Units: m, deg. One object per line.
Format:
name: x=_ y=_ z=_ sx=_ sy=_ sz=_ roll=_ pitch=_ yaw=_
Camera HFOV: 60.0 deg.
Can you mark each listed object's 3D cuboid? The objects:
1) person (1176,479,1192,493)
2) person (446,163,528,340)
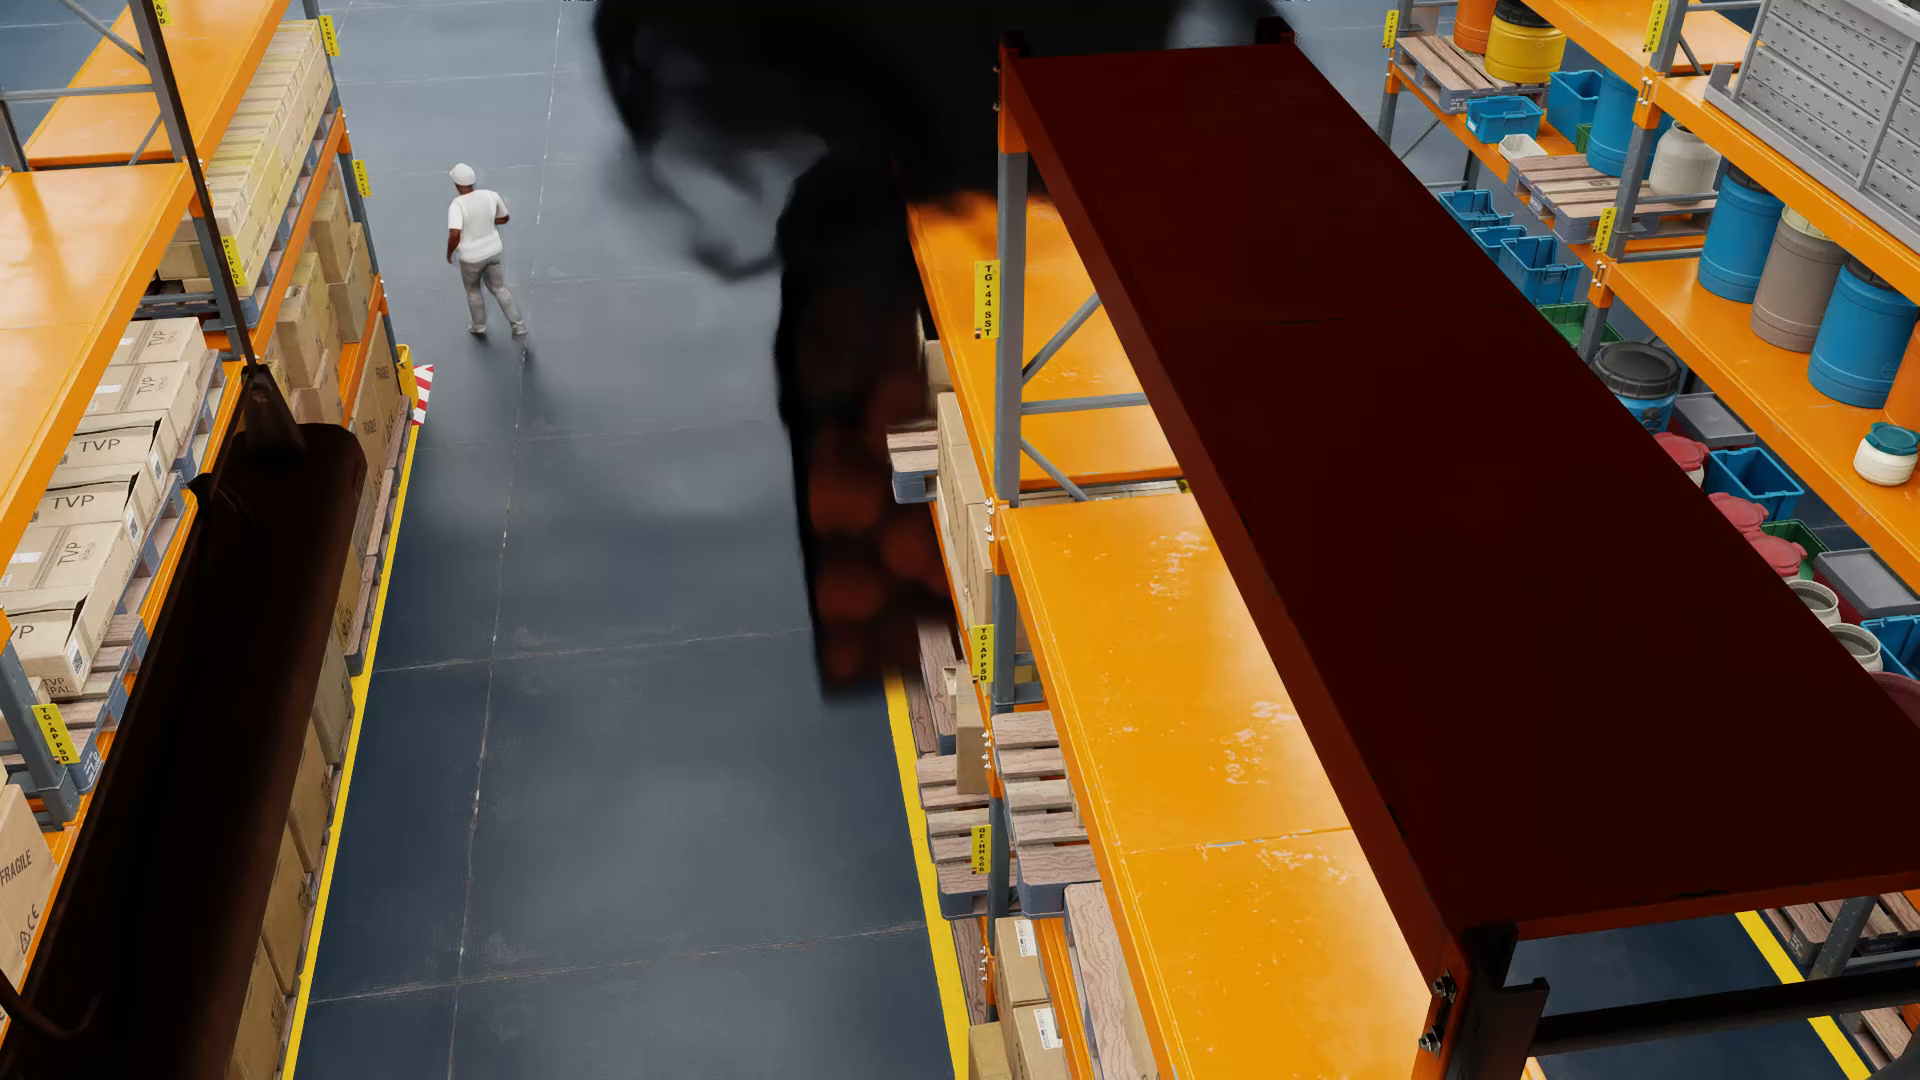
person: x=1.499 y=0.131 z=11.775 sx=0.677 sy=1.823 sz=0.738 roll=-7 pitch=37 yaw=-10
person: x=-4.485 y=-2.653 z=15.575 sx=0.724 sy=1.804 sz=0.855 roll=-30 pitch=46 yaw=-34
